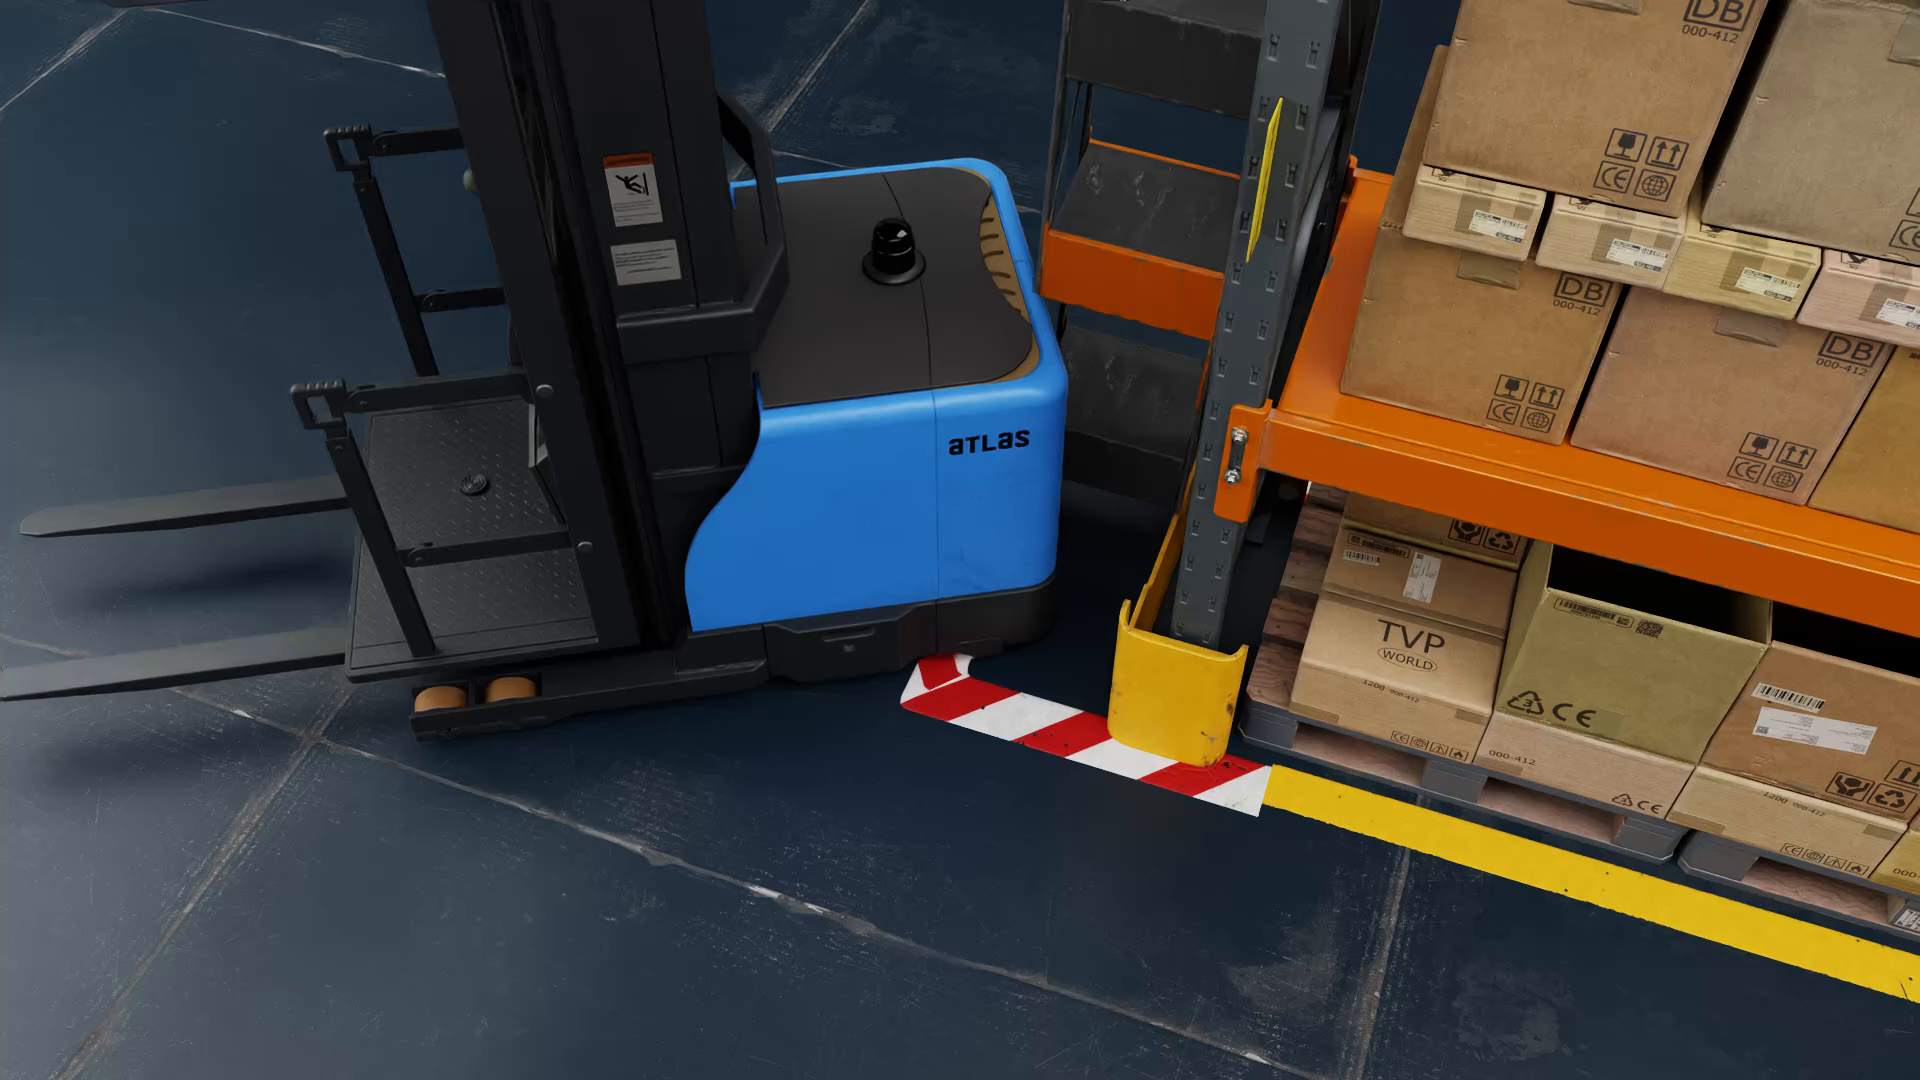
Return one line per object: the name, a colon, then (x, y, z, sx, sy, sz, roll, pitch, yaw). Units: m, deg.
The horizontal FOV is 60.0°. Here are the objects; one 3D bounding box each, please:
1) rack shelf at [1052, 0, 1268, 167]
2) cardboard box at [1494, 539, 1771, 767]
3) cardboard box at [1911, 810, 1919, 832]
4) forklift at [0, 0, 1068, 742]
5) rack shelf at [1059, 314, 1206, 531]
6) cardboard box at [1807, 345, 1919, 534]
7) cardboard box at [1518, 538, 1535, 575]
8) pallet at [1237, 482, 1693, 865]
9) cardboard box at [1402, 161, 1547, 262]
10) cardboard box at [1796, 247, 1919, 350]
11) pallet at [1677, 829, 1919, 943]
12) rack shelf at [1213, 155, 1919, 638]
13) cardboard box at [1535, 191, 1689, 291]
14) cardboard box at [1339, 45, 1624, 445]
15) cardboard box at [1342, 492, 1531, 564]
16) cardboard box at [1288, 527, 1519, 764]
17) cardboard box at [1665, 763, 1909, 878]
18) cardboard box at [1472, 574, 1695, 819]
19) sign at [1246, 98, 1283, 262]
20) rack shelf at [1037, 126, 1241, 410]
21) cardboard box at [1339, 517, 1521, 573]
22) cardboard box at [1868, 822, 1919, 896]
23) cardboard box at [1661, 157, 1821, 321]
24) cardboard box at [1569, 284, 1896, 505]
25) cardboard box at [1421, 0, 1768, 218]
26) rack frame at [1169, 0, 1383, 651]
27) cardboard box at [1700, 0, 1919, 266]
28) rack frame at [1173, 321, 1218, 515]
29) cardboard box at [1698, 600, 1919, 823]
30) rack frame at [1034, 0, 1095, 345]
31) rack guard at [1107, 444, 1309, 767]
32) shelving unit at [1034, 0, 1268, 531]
rack shelf: (0.525, -1.156, 3.930, 0.480, 0.518, 0.431, 16, 53, 9)
cardboard box: (1.687, 0.165, 4.168, 0.500, 0.500, 0.500, 16, 51, 13)
cardboard box: (2.623, 0.430, 3.938, 0.500, 0.500, 0.500, 16, 51, 13)
forklift: (-1.275, -0.824, 4.024, 3.031, 2.935, 1.130, -7, 49, -6)
rack shelf: (0.468, -0.302, 5.038, 0.480, 0.518, 0.431, 16, 53, 9)
cardboard box: (2.182, -0.413, 3.557, 0.500, 0.500, 0.700, 16, 51, 13)
cardboard box: (1.870, 0.036, 4.775, 0.500, 0.250, 0.500, 16, 51, 13)
pallet: (1.523, 0.304, 4.847, 1.213, 0.211, 1.003, 16, 51, 13)
cardboard box: (1.084, -0.770, 3.437, 0.250, 0.149, 0.380, 15, 51, 13)
cardboard box: (1.802, -0.569, 3.263, 0.250, 0.149, 0.380, 15, 51, 13)
pallet: (2.663, 0.624, 4.569, 1.213, 0.211, 1.003, 16, 51, 13)
rack shelf: (2.667, -0.021, 3.759, 4.000, 0.370, 1.077, 16, 51, 13)
cardboard box: (1.333, -0.703, 3.379, 0.250, 0.149, 0.380, 14, 51, 12)
cardboard box: (1.224, -0.682, 3.790, 0.500, 0.500, 0.700, 16, 51, 13)
cardboard box: (1.397, -0.333, 4.599, 0.500, 0.500, 0.500, 16, 51, 13)
cardboard box: (1.217, 0.281, 4.563, 0.500, 0.250, 0.500, 16, 51, 13)
cardboard box: (2.156, 0.541, 4.338, 0.500, 0.250, 0.500, 16, 51, 13)
cardboard box: (1.687, 0.409, 4.452, 0.500, 0.250, 0.500, 16, 51, 13)
sign: (0.593, -0.698, 3.245, 0.005, 0.325, 0.100, 16, 51, 13)
rack shelf: (0.497, -0.729, 4.484, 0.480, 0.518, 0.431, 16, 53, 9)
cardboard box: (1.396, -0.086, 4.881, 0.500, 0.250, 0.500, 16, 51, 13)
cardboard box: (2.623, 0.675, 4.222, 0.500, 0.250, 0.500, 16, 51, 13)
cardboard box: (1.566, -0.636, 3.321, 0.250, 0.149, 0.380, 16, 51, 13)
cardboard box: (1.719, -0.548, 3.673, 0.500, 0.500, 0.700, 17, 51, 14)
cardboard box: (1.274, -1.093, 3.287, 0.500, 0.500, 0.700, 16, 51, 13)
rack frame: (0.791, -0.780, 3.941, 0.127, 3.000, 1.000, 16, 51, 13)
cardboard box: (1.769, -0.959, 3.171, 0.500, 0.500, 0.700, 14, 51, 12)
rack frame: (0.728, -0.670, 4.434, 0.015, 2.100, 0.400, 16, 53, 9)
cardboard box: (2.160, 0.287, 4.062, 0.500, 0.500, 0.500, 16, 51, 13)
rack frame: (0.266, -0.804, 4.513, 0.015, 2.100, 0.400, 16, 53, 9)
rack guard: (0.768, 0.032, 4.891, 0.348, 0.500, 1.175, 16, 51, 13)
shelving unit: (0.497, -0.737, 4.473, 0.503, 2.100, 0.431, 16, 53, 9)
